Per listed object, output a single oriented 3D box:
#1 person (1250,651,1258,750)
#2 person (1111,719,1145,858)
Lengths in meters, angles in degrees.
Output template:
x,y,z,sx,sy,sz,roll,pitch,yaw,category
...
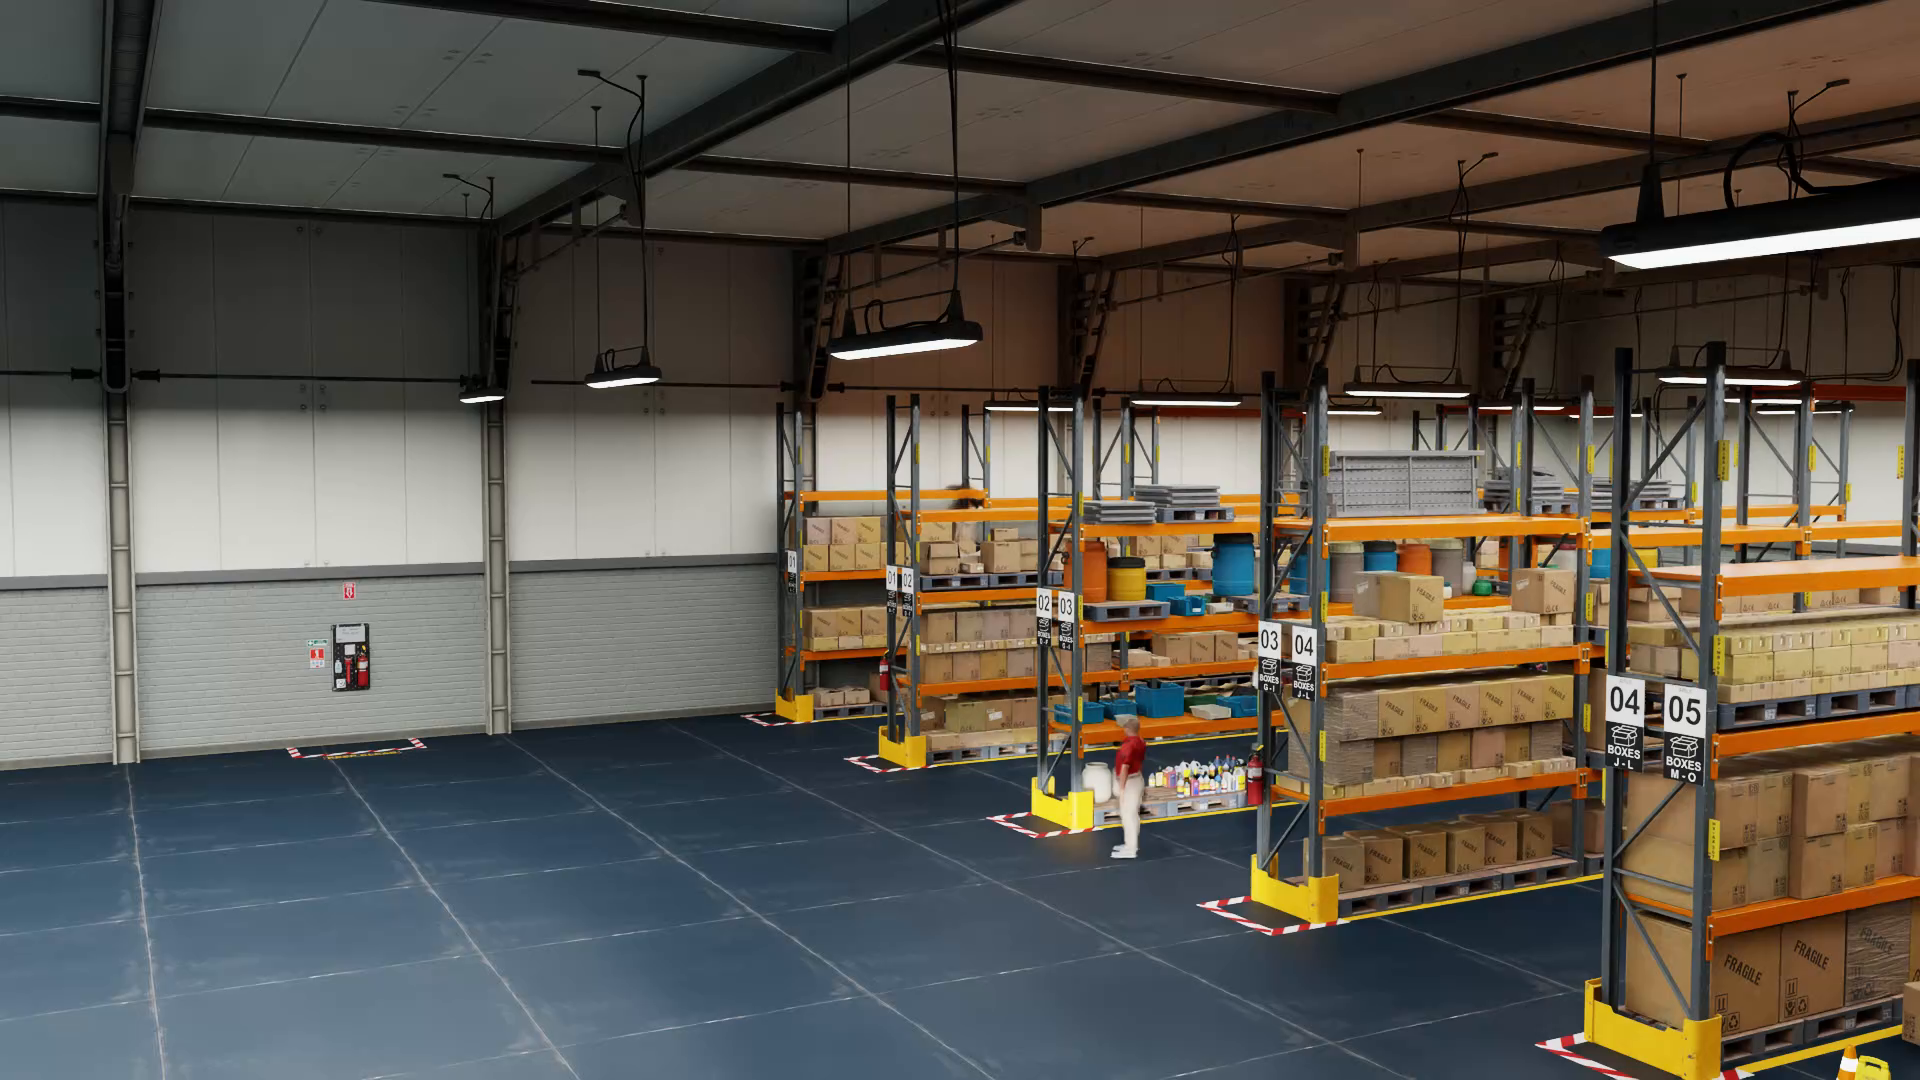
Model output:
x,y,z,sx,sy,sz,roll,pitch,yaw,category
5.168,2.686,28.384,0.427,1.781,0.618,1,3,13,person
2.115,3.107,20.947,0.407,1.731,0.580,1,3,13,person
